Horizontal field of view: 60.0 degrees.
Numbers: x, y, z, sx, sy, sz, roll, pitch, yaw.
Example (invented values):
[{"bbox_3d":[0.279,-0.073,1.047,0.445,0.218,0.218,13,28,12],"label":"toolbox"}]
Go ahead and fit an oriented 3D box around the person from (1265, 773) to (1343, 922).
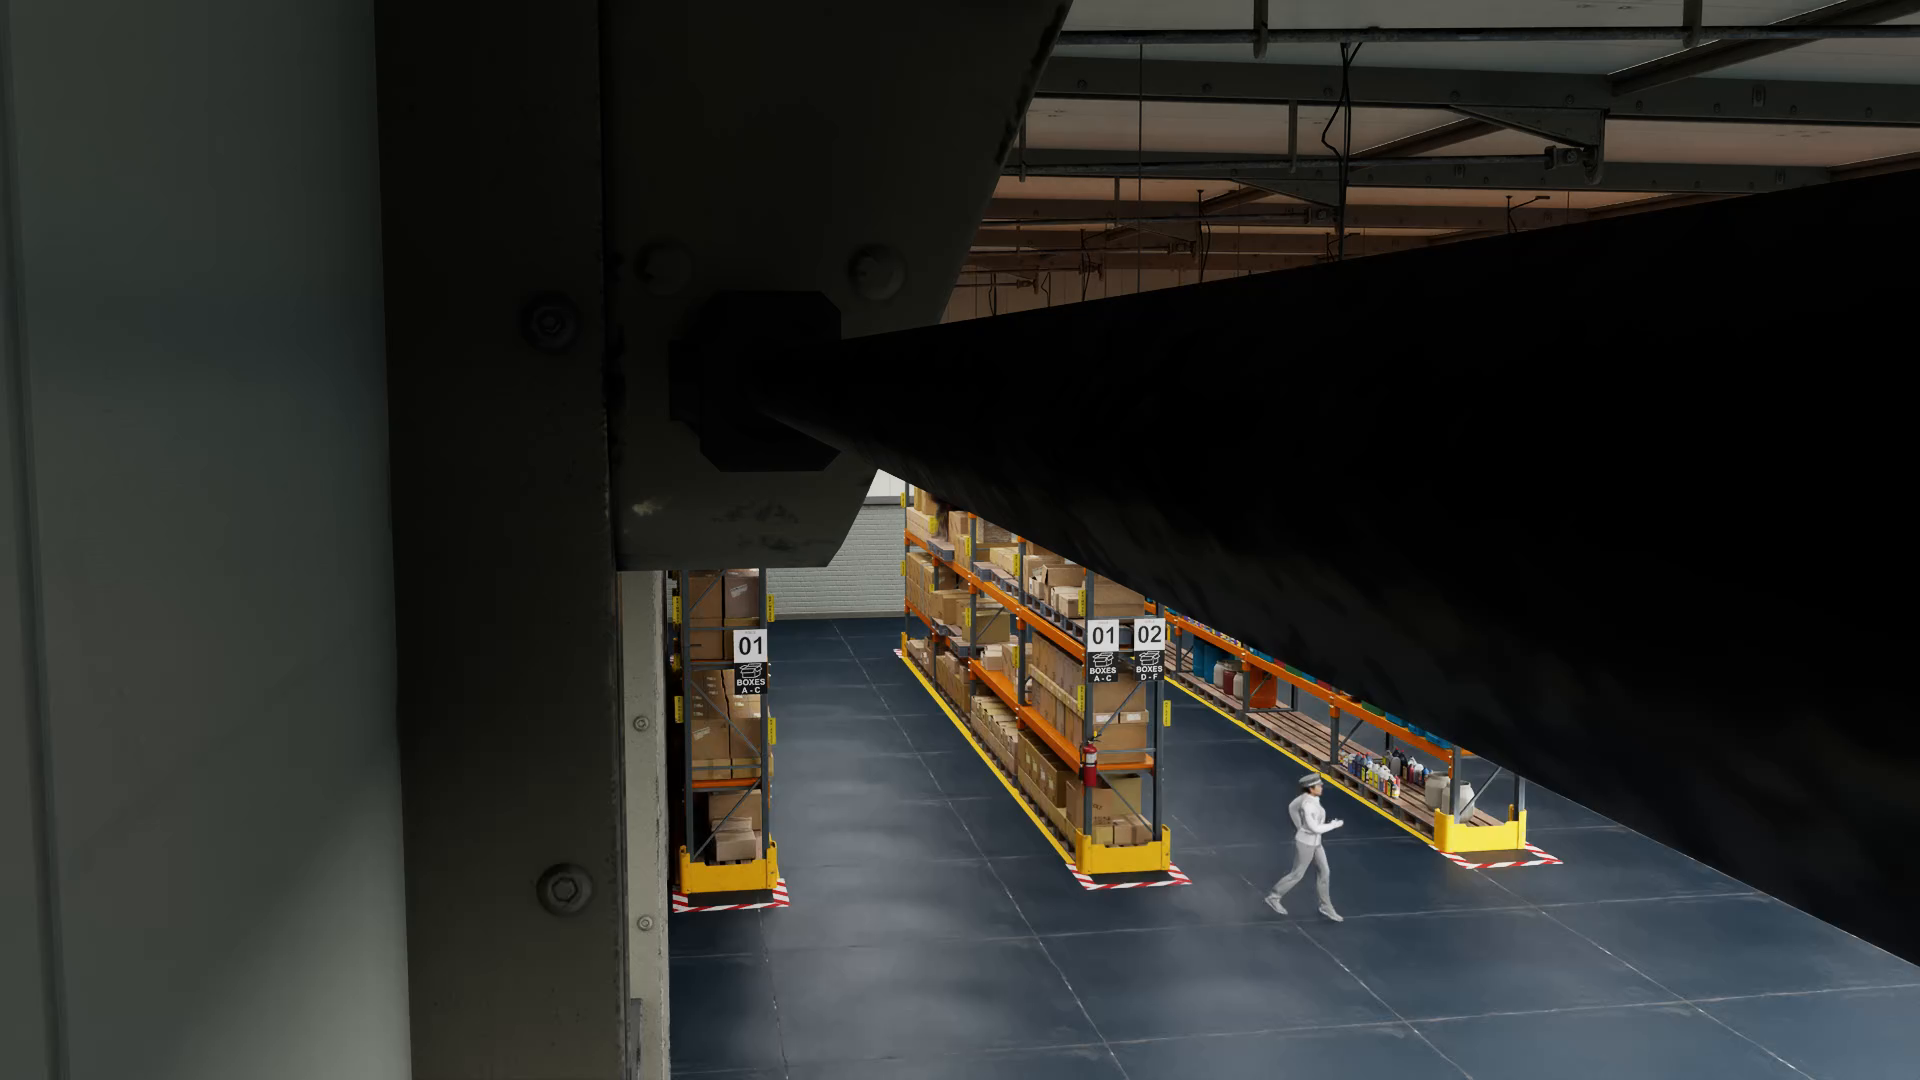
[{"bbox_3d":[3.951,3.501,19.034,0.875,1.722,0.588,2,6,17],"label":"person"}]
